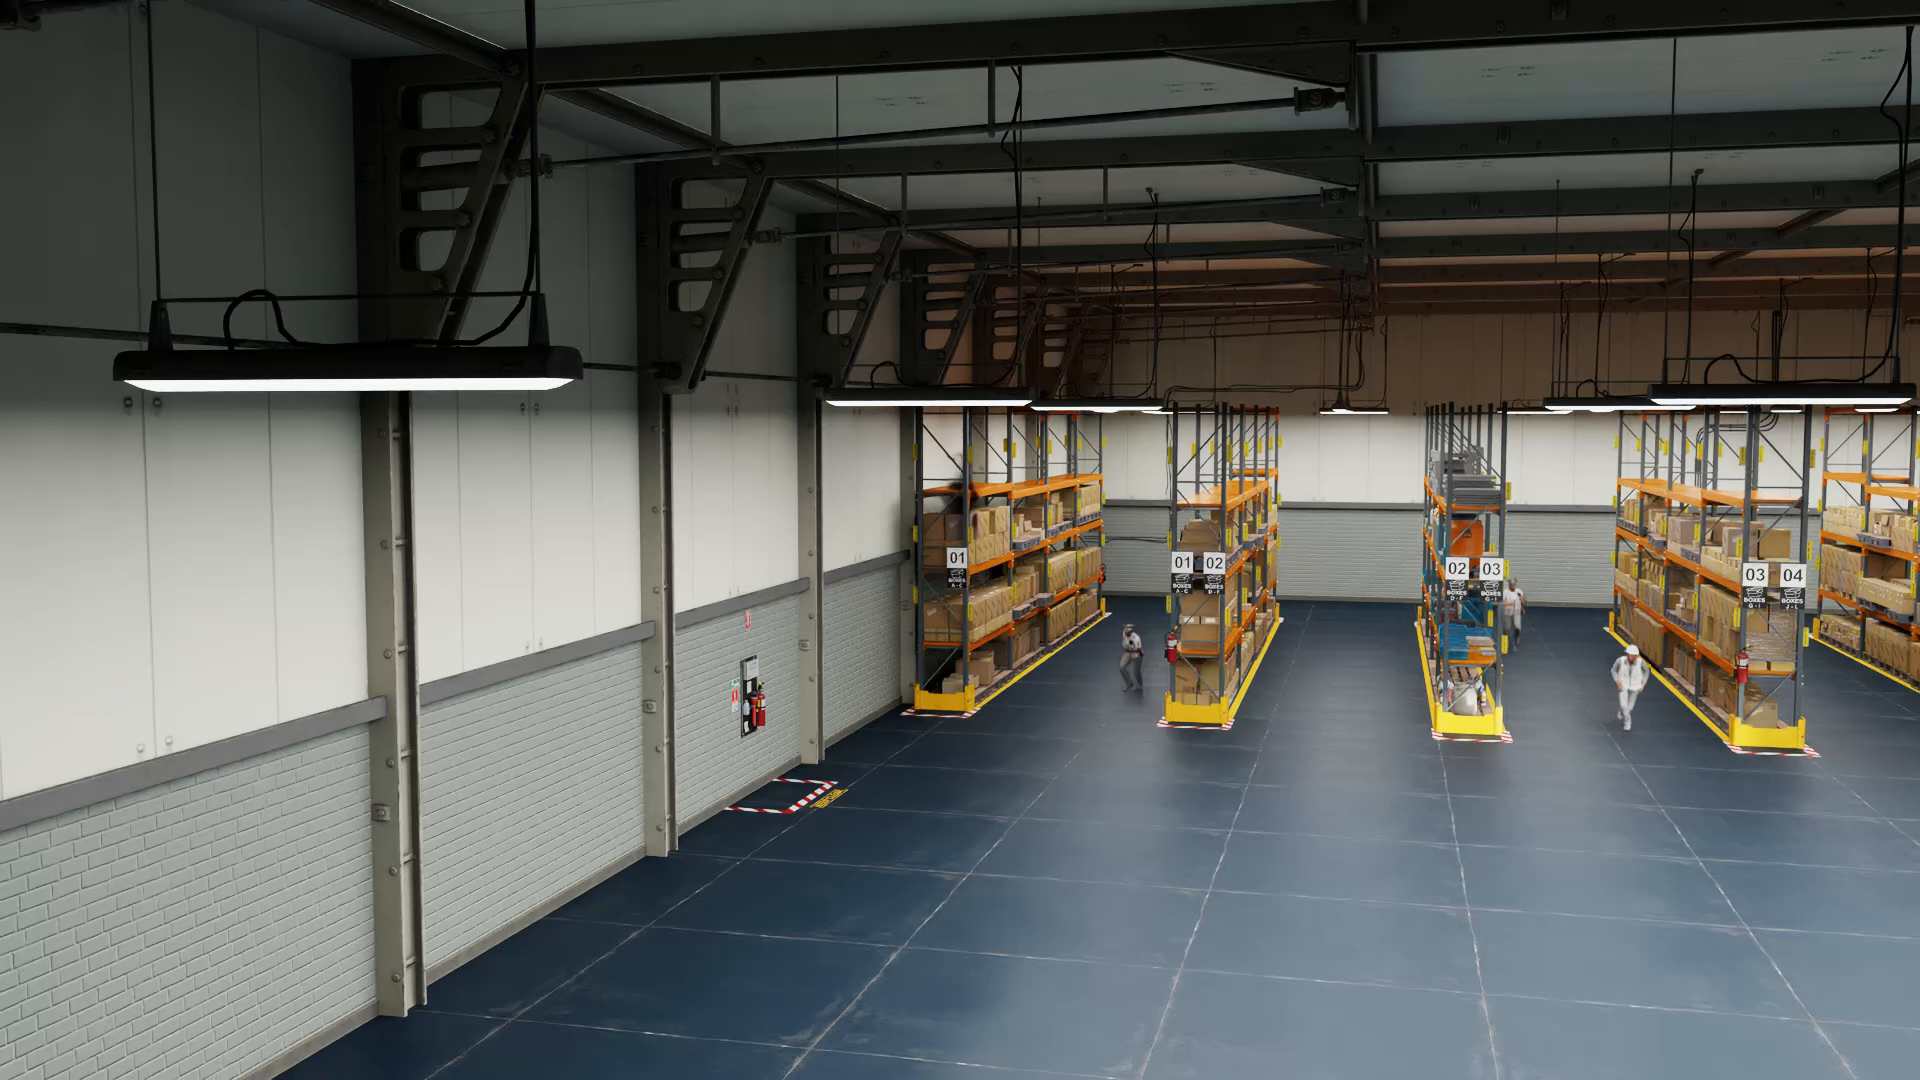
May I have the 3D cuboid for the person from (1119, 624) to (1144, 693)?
[{"bbox_3d":[3.601,2.425,34.512,0.582,1.446,1.093,3,5,33],"label":"person"}]

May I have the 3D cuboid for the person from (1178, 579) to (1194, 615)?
[{"bbox_3d":[6.186,1.477,45.592,0.711,1.746,1.003,1,4,8],"label":"person"}]

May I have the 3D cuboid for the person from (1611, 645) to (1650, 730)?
[{"bbox_3d":[12.277,2.678,30.513,0.664,1.593,1.022,1,4,12],"label":"person"}]

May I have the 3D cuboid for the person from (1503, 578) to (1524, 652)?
[{"bbox_3d":[13.533,1.841,40.766,0.644,1.837,0.853,1,4,9],"label":"person"}]
